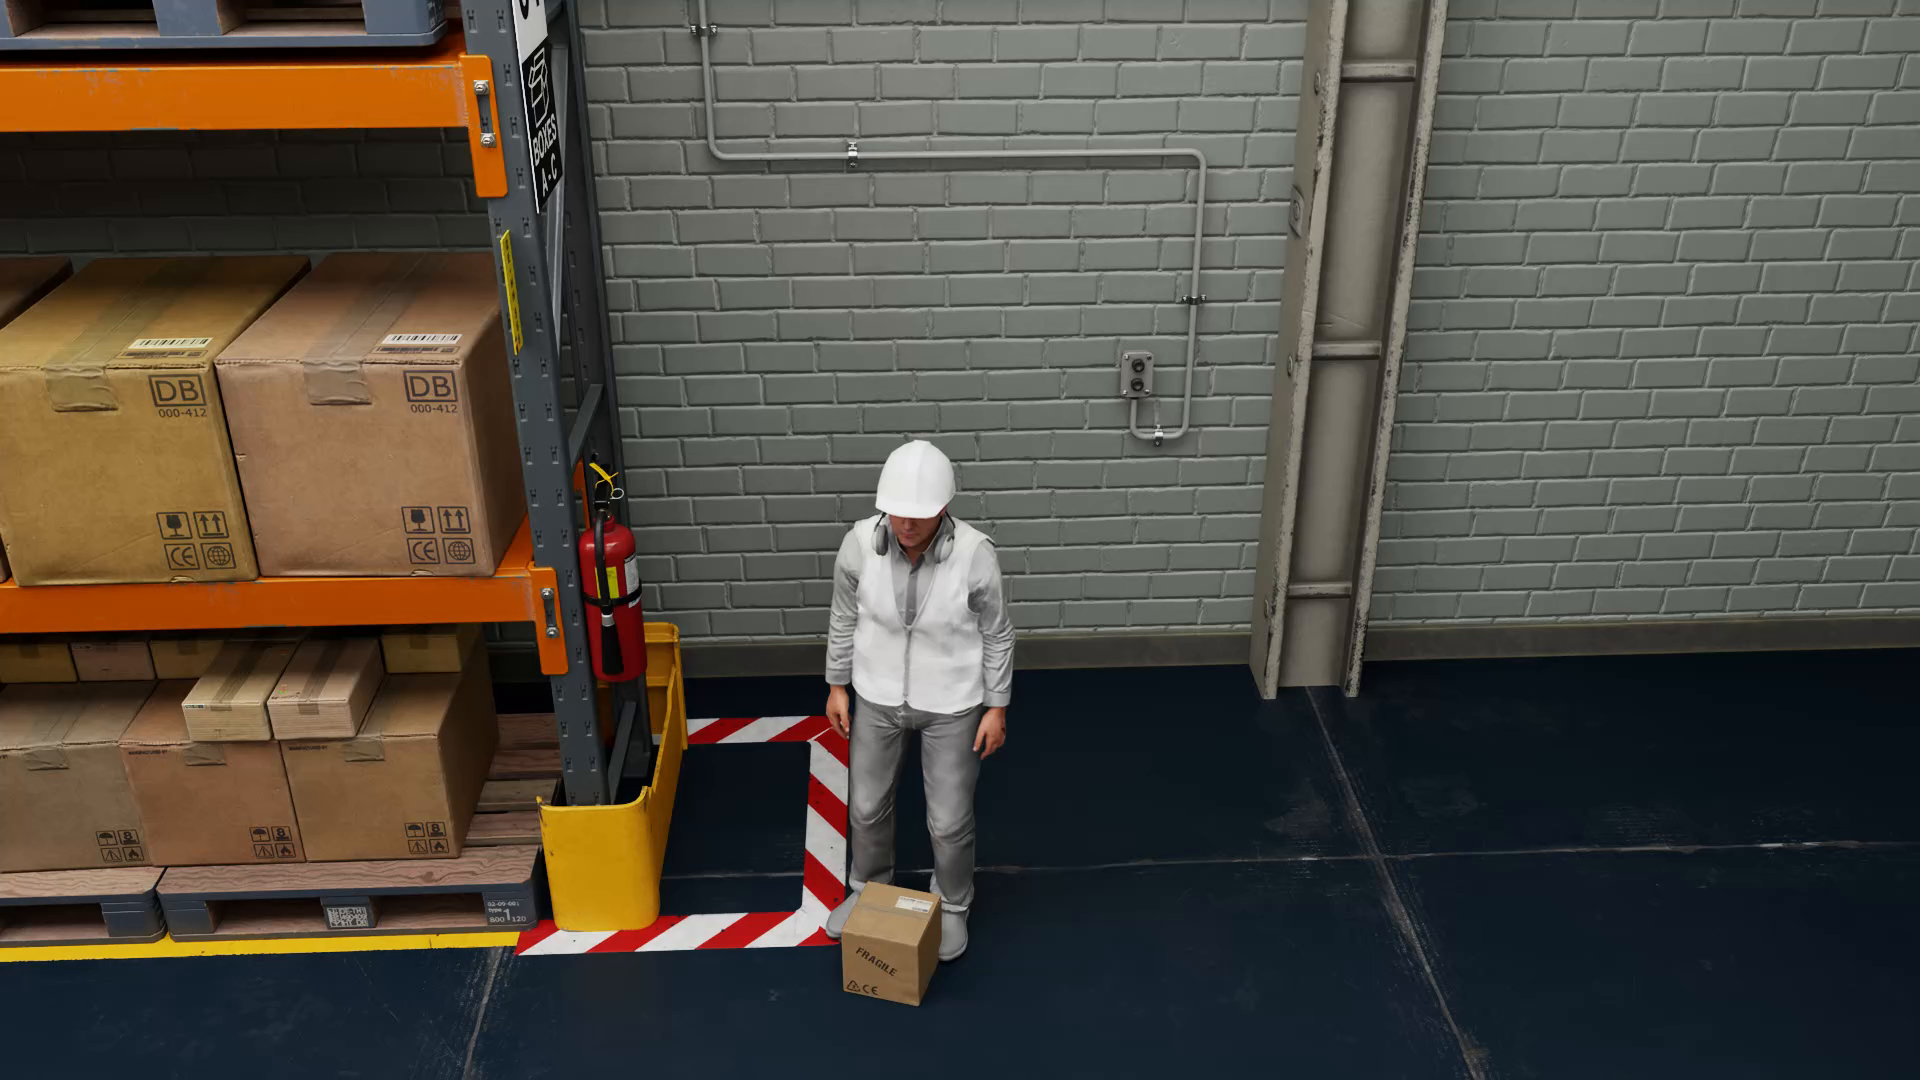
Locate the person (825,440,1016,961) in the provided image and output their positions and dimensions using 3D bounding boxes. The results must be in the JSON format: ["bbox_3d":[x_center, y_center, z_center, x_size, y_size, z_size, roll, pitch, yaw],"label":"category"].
[{"bbox_3d":[-0.132,0.489,5.145,0.594,1.771,0.462,7,28,13],"label":"person"}]
